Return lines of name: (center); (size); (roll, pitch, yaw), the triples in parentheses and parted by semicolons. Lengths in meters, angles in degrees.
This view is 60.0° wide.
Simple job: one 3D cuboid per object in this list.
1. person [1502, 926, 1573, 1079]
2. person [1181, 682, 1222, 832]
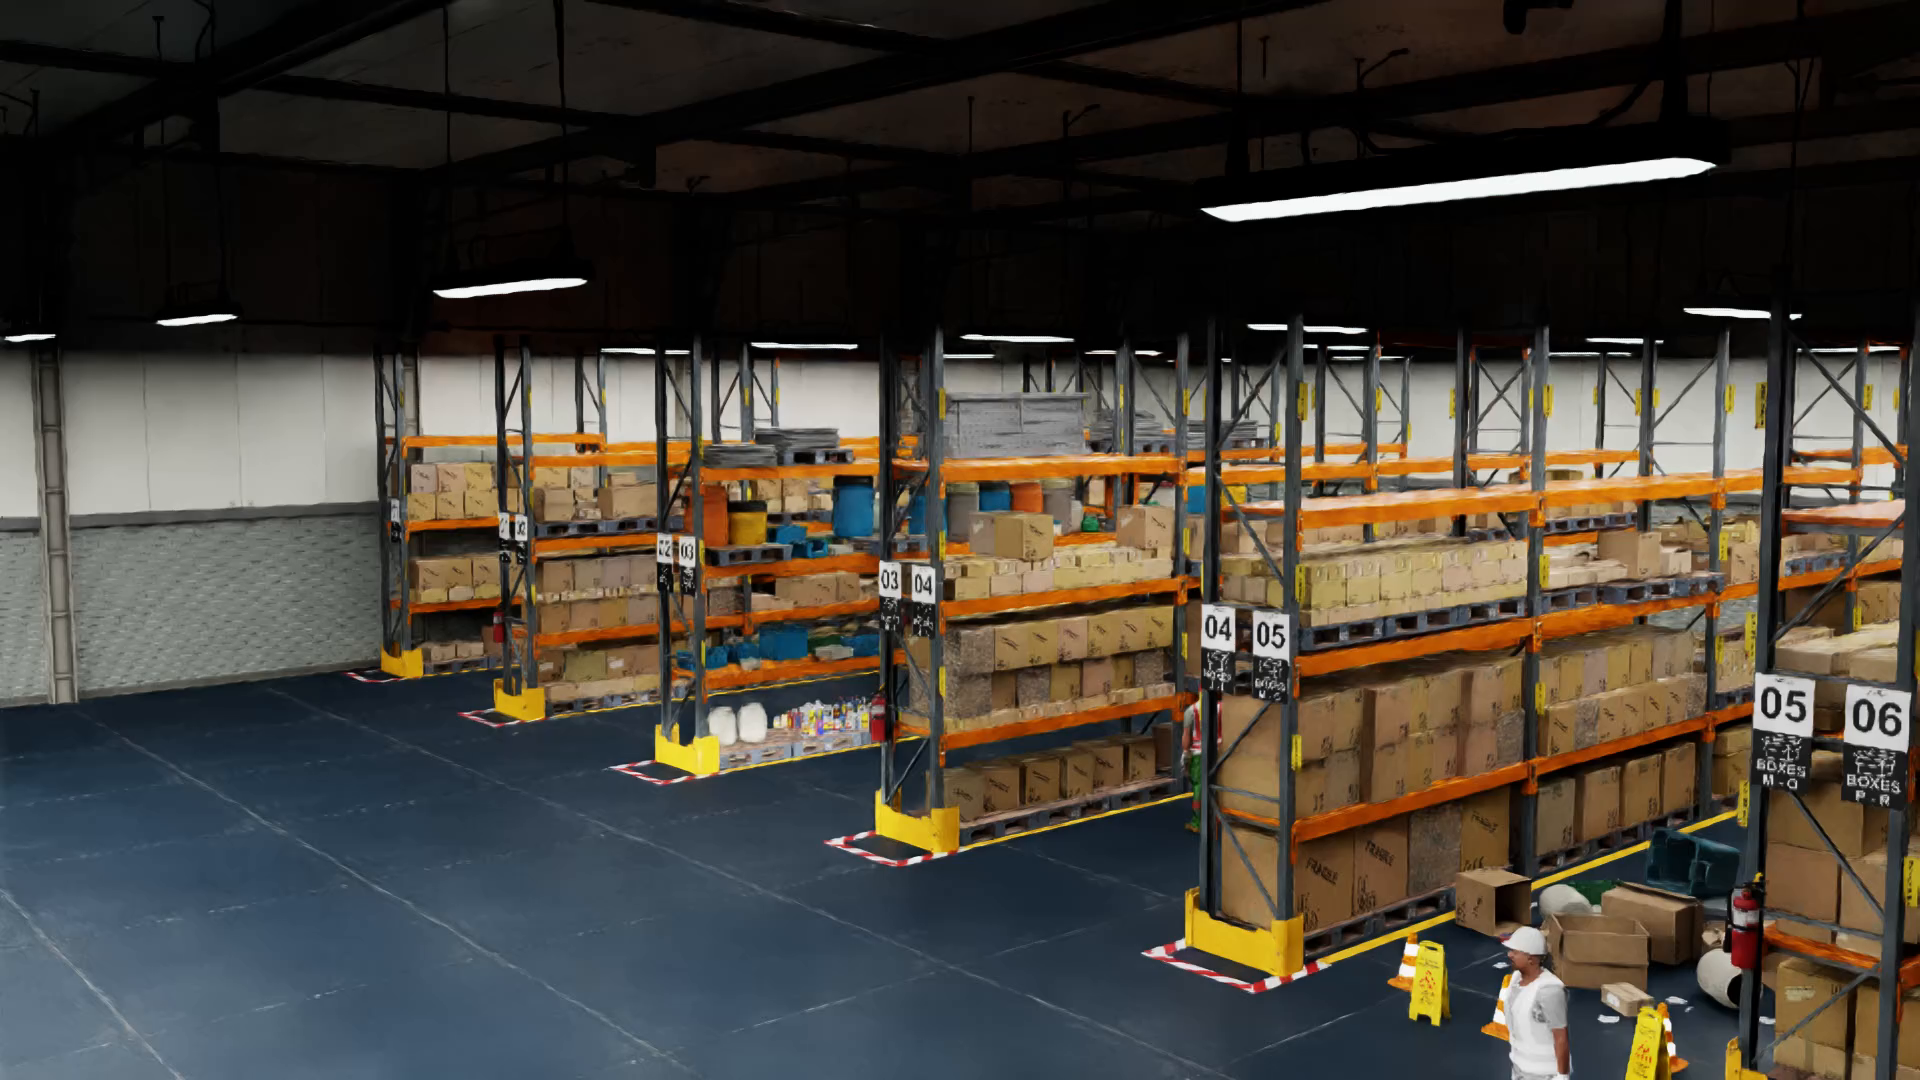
person: (3.716, 3.330, 10.512); (0.571, 1.777, 0.602); (0, 5, -4)
person: (2.854, 2.485, 19.489); (0.606, 1.786, 0.494); (-1, 5, -10)
